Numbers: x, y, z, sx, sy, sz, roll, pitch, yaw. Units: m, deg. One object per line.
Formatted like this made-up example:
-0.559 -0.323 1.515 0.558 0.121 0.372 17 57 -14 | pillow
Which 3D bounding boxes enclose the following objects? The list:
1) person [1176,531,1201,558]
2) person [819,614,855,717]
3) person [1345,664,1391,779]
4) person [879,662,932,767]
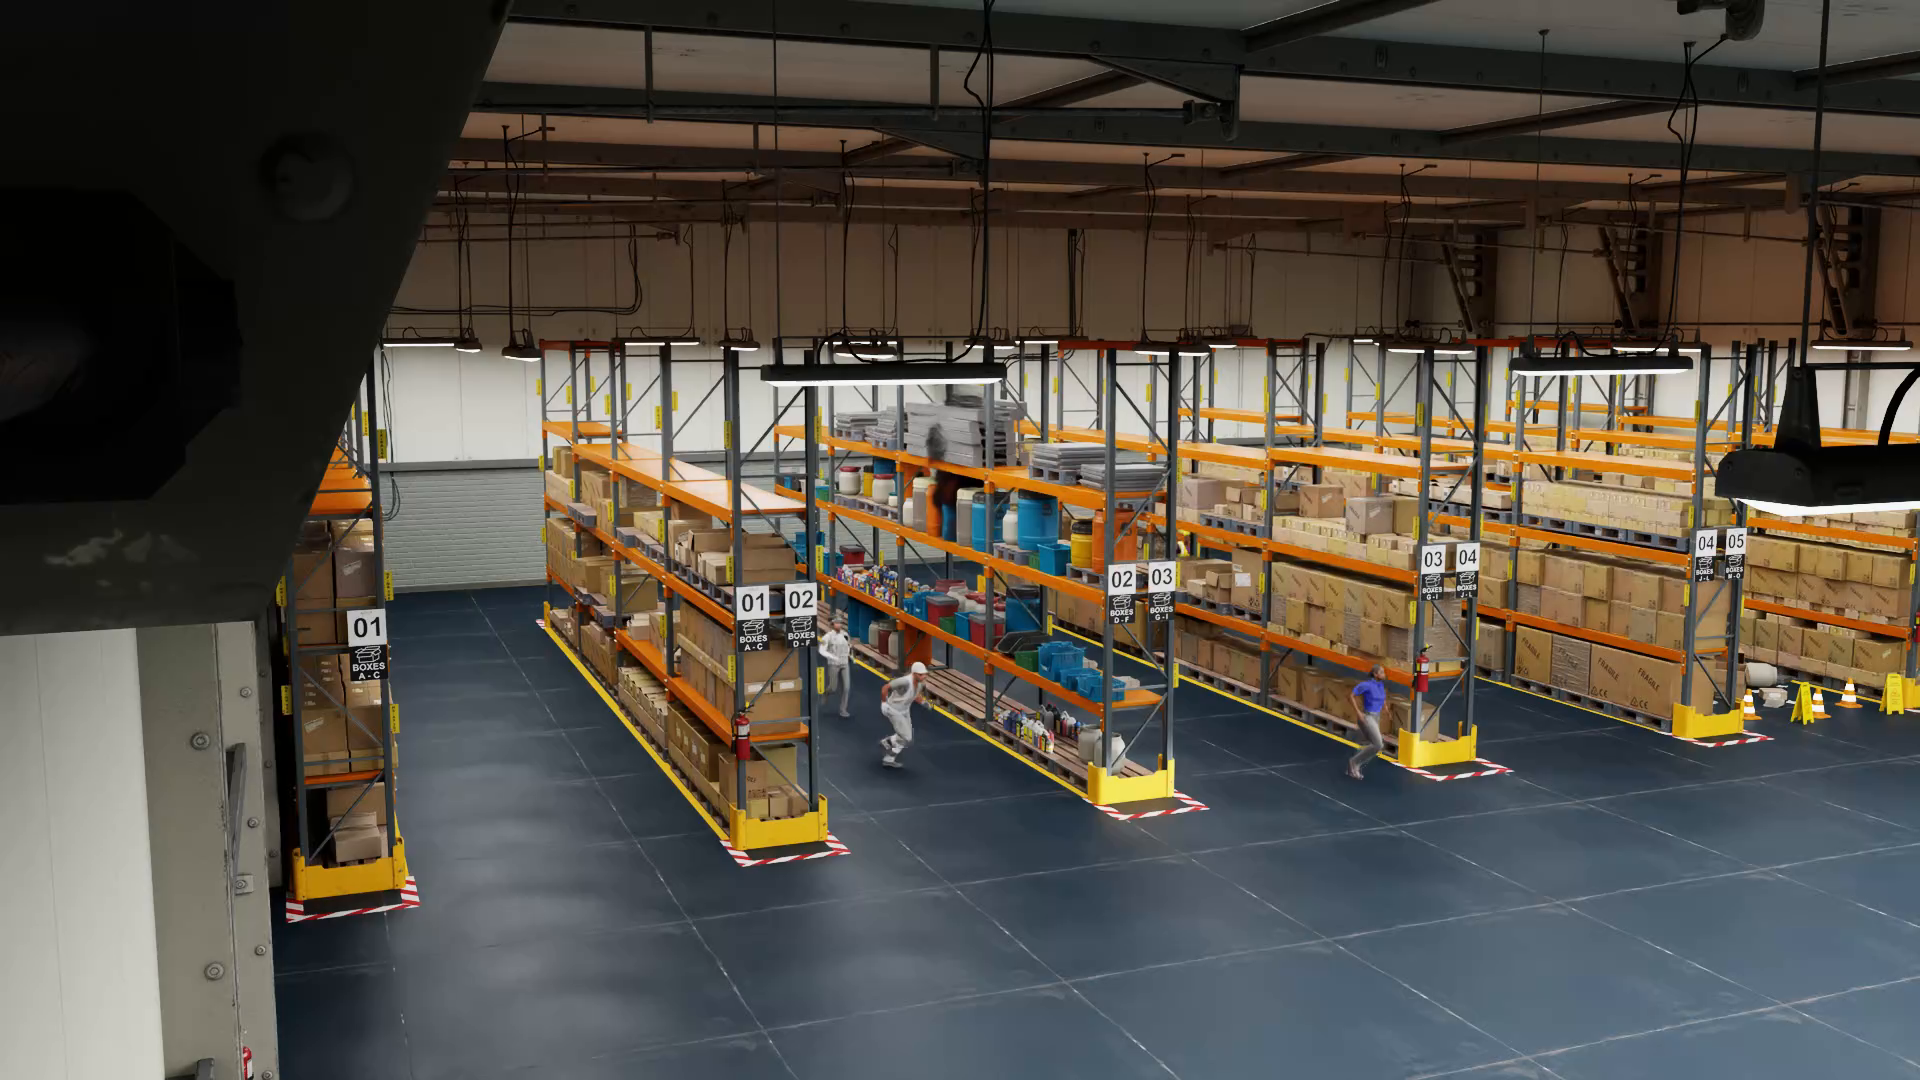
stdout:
5.089 0.639 37.241 0.686 1.731 0.616 -2 8 -17 | person
-1.985 2.009 26.961 0.625 1.654 0.723 -4 9 -30 | person
5.727 2.535 23.185 0.580 1.581 0.627 6 10 40 | person
-0.813 2.490 23.590 0.826 1.590 0.693 5 9 33 | person
